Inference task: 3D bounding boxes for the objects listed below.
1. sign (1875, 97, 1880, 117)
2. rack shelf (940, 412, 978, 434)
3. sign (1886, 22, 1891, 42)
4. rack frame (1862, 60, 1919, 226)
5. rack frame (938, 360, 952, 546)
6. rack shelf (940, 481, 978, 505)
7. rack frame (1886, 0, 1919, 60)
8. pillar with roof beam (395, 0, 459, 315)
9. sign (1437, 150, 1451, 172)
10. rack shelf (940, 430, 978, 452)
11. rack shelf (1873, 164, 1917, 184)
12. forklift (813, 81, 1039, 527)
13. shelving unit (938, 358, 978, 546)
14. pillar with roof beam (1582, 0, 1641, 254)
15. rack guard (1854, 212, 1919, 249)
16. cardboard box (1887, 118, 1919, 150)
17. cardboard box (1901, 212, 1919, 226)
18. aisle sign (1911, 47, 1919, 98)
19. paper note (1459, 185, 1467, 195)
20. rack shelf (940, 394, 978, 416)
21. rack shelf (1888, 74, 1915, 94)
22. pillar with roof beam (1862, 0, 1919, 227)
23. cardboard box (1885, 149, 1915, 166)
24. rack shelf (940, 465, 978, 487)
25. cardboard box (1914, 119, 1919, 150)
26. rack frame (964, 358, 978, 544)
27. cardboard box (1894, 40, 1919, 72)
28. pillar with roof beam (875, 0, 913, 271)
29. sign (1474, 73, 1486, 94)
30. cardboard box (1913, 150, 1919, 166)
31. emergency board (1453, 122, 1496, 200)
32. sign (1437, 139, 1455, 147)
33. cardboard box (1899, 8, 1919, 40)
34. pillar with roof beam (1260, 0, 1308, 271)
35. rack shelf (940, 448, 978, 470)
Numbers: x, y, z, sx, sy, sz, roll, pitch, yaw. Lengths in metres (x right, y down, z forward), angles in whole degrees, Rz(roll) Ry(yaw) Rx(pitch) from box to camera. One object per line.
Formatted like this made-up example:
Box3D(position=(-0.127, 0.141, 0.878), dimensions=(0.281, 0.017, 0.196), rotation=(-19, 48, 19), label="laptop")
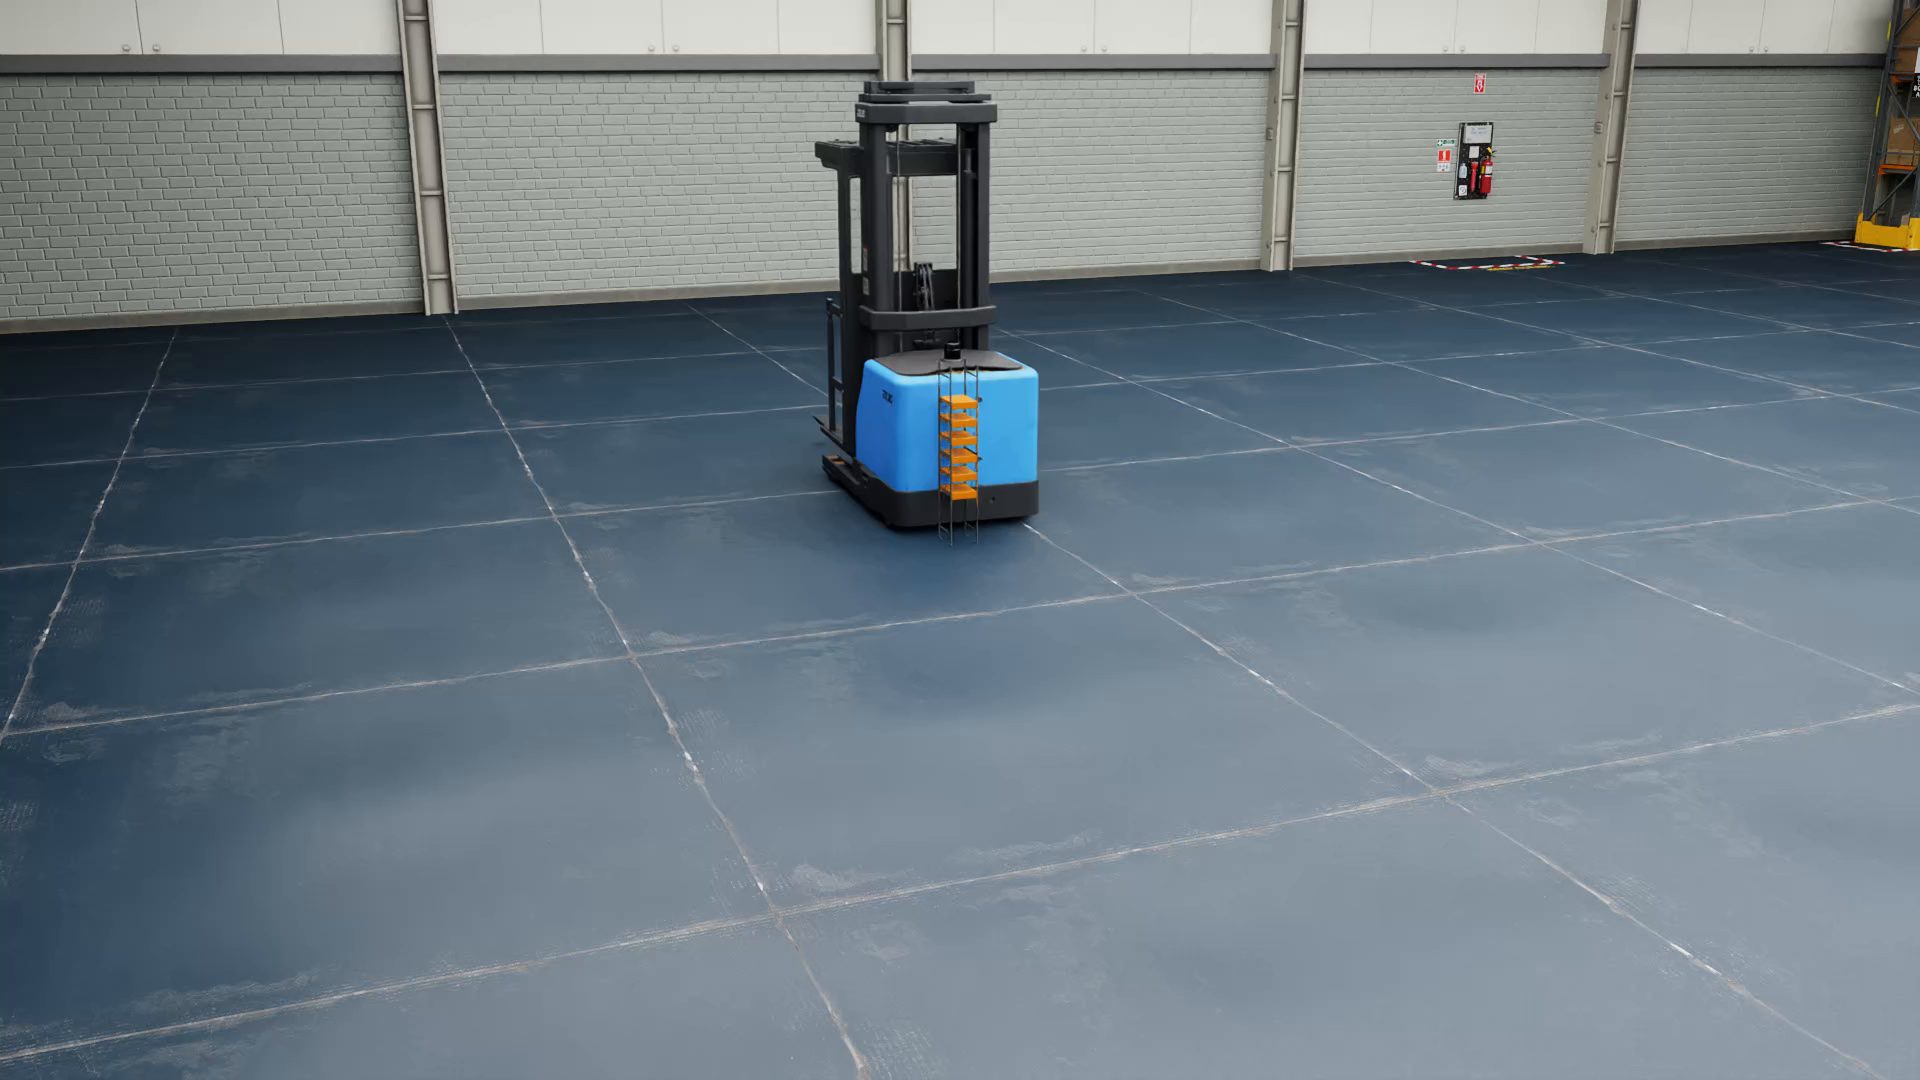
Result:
Box3D(position=(15.408, -7.256, 27.869), dimensions=(0.005, 0.325, 0.100), rotation=(-6, 17, -20), label="sign")
Box3D(position=(-0.014, -0.762, 10.869), dimensions=(0.180, 0.103, 0.258), rotation=(-6, 17, -20), label="rack shelf")
Box3D(position=(15.408, -8.413, 27.530), dimensions=(0.005, 0.325, 0.100), rotation=(-6, 17, -20), label="sign")
Box3D(position=(15.587, -6.401, 27.573), dimensions=(0.127, 3.000, 1.000), rotation=(-6, 17, -20), label="rack frame")
Box3D(position=(-0.099, -0.565, 10.893), dimensions=(0.006, 1.200, 0.240), rotation=(-6, 17, -20), label="rack frame")
Box3D(position=(-0.014, -0.301, 11.004), dimensions=(0.180, 0.103, 0.258), rotation=(-6, 17, -20), label="rack shelf")
Box3D(position=(15.587, -9.280, 26.728), dimensions=(0.127, 3.000, 1.000), rotation=(-6, 17, -20), label="rack frame")
Box3D(position=(-4.939, -6.025, 15.646), dimensions=(0.400, 9.000, 9.100), rotation=(-6, 17, -20), label="pillar with roof beam")
Box3D(position=(7.454, -5.844, 25.611), dimensions=(0.234, 0.329, 0.001), rotation=(-6, 17, -20), label="sign")
Box3D(position=(-0.014, -0.647, 10.903), dimensions=(0.180, 0.103, 0.258), rotation=(-6, 17, -20), label="rack shelf")
Box3D(position=(17.455, -6.258, 28.361), dimensions=(4.000, 0.370, 1.077), rotation=(-6, 17, -20), label="rack shelf")
Box3D(position=(-0.415, -1.868, 12.259), dimensions=(1.130, 2.935, 3.031), rotation=(-6, 17, -18), label="forklift")
Box3D(position=(-0.014, -0.574, 10.924), dimensions=(0.189, 1.200, 0.258), rotation=(-6, 17, -20), label="shelving unit")
Box3D(position=(11.869, -7.840, 21.826), dimensions=(0.400, 9.000, 9.100), rotation=(-6, 17, -20), label="pillar with roof beam")
Box3D(position=(15.658, -5.210, 27.951), dimensions=(0.348, 0.500, 1.175), rotation=(-6, 17, -20), label="rack guard")
Box3D(position=(15.952, -6.802, 27.838), dimensions=(0.500, 0.500, 0.500), rotation=(-6, 18, -21), label="cardboard box")
Box3D(position=(16.266, -5.368, 28.047), dimensions=(0.500, 0.311, 0.500), rotation=(-8, 18, -26), label="cardboard box")
Box3D(position=(15.628, -7.562, 26.913), dimensions=(0.004, 0.787, 0.394), rotation=(-6, 17, -20), label="aisle sign")
Box3D(position=(7.818, -5.433, 25.839), dimensions=(0.142, 0.148, 0.016), rotation=(-6, 17, -20), label="paper note")
Box3D(position=(-0.014, -0.877, 10.835), dimensions=(0.180, 0.103, 0.258), rotation=(-6, 17, -20), label="rack shelf")
Box3D(position=(17.455, -7.697, 27.938), dimensions=(4.000, 0.370, 1.077), rotation=(-6, 17, -20), label="rack shelf")
Box3D(position=(17.472, -8.445, 23.886), dimensions=(0.400, 9.000, 9.100), rotation=(-6, 17, -20), label="pillar with roof beam")
Box3D(position=(15.955, -6.437, 27.925), dimensions=(0.500, 0.250, 0.500), rotation=(-6, 17, -19), label="cardboard box")
Box3D(position=(-0.014, -0.416, 10.971), dimensions=(0.180, 0.103, 0.258), rotation=(-6, 17, -20), label="rack shelf")
Box3D(position=(16.141, -6.668, 27.380), dimensions=(0.500, 0.500, 0.500), rotation=(-6, 17, -20), label="cardboard box")
Box3D(position=(0.072, -0.583, 10.956), dimensions=(0.006, 1.200, 0.240), rotation=(-6, 17, -20), label="rack frame")
Box3D(position=(15.887, -8.007, 27.503), dimensions=(0.500, 0.500, 0.500), rotation=(-5, 17, -16), label="cardboard box")
Box3D(position=(0.664, -6.630, 17.706), dimensions=(0.400, 9.000, 9.100), rotation=(-6, 17, -20), label="pillar with roof beam")
Box3D(position=(7.964, -6.993, 25.474), dimensions=(0.199, 0.298, 0.001), rotation=(-6, 17, -20), label="sign")
Box3D(position=(16.157, -6.305, 27.474), dimensions=(0.500, 0.250, 0.500), rotation=(-7, 18, -22), label="cardboard box")
Box3D(position=(8.008, -5.855, 25.714), dimensions=(0.643, 1.169, 0.194), rotation=(-6, 17, -20), label="emergency board")
Box3D(position=(7.462, -6.096, 25.530), dimensions=(0.331, 0.109, 0.001), rotation=(-6, 17, -20), label="sign")
Box3D(position=(15.897, -8.490, 27.375), dimensions=(0.500, 0.500, 0.500), rotation=(-5, 17, -18), label="cardboard box")
Box3D(position=(6.267, -7.235, 19.766), dimensions=(0.400, 9.000, 9.100), rotation=(-6, 17, -20), label="pillar with roof beam")
Box3D(position=(-0.014, -0.532, 10.937), dimensions=(0.180, 0.103, 0.258), rotation=(-6, 17, -20), label="rack shelf")
